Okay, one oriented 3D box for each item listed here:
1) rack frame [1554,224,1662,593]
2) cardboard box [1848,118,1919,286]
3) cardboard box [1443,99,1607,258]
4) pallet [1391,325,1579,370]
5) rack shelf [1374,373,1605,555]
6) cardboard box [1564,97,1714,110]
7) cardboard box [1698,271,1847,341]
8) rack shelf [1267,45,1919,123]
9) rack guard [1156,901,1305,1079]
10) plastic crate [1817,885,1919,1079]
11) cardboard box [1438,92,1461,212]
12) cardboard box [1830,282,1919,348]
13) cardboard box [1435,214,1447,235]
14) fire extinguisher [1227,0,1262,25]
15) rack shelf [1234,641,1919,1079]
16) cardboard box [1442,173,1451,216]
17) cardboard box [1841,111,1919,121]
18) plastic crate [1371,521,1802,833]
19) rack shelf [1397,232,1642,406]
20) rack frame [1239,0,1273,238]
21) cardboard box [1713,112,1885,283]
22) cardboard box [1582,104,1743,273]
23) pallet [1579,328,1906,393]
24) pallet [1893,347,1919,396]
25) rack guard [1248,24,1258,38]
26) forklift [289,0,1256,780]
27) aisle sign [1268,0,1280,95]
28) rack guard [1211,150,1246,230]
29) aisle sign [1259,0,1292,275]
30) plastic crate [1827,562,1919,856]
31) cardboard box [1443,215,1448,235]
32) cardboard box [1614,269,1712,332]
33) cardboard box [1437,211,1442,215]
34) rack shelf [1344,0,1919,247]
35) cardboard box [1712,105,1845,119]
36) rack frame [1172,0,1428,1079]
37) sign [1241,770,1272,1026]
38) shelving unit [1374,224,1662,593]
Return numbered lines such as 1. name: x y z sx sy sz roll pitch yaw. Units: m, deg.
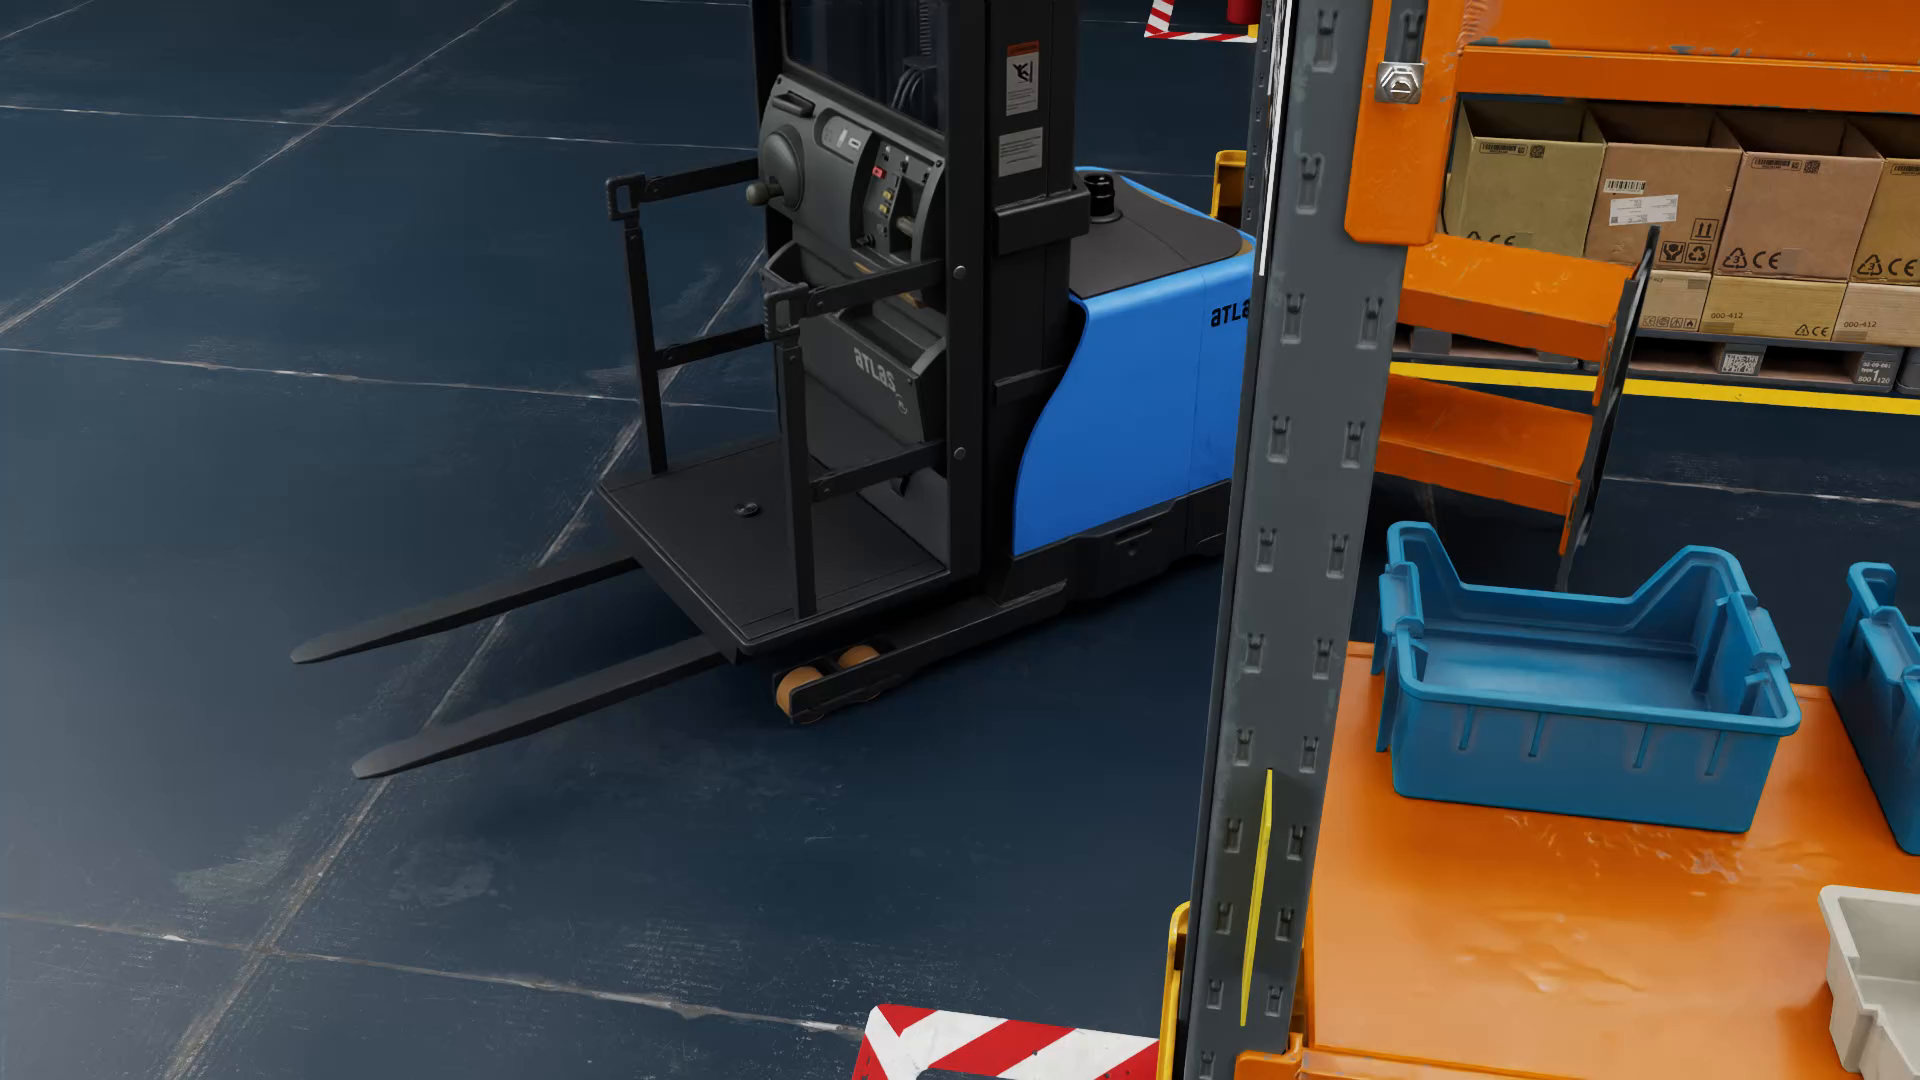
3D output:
1. rack frame: 2.065 -0.393 5.317 0.032 1.125 0.500 16 35 23
2. cardboard box: 3.750 -1.325 6.529 0.500 0.500 0.500 5 32 8
3. cardboard box: 2.270 -1.454 6.735 0.500 0.500 0.500 5 32 8
4. pallet: 2.047 -1.103 7.313 1.213 0.211 1.003 5 32 8
5. rack shelf: 1.616 -0.311 5.648 1.000 0.278 0.538 16 35 23
6. cardboard box: 2.853 -1.688 7.108 0.500 0.500 0.500 5 32 8
7. cardboard box: 3.255 -1.045 6.788 0.500 0.250 0.500 5 32 8
8. rack shelf: 3.257 -1.848 6.553 4.000 0.370 1.077 5 32 8
9. rack guard: 0.532 1.301 3.201 0.348 0.500 1.175 5 32 8
10. plastic crate: 1.277 0.619 2.183 0.250 0.136 0.298 5 32 8
11. cardboard box: 1.864 -1.770 7.239 0.500 0.500 0.500 5 32 8
12. cardboard box: 3.748 -1.001 6.717 0.500 0.250 0.500 5 32 8
13. cardboard box: 1.777 -1.180 7.003 0.500 0.250 0.500 5 32 8
14. fire extinguisher: 1.247 -2.552 7.073 0.183 0.674 0.296 5 32 8
15. rack shelf: 2.420 0.742 2.415 4.000 0.370 1.077 5 32 8
16. cardboard box: 2.359 -1.412 7.375 0.500 0.250 0.500 5 32 8
17. cardboard box: 3.838 -1.599 6.966 0.500 0.500 0.500 5 32 8
18. plastic crate: 0.992 0.210 2.727 0.616 0.251 0.499 5 32 8
19. rack shelf: 1.616 -0.767 5.363 1.000 0.278 0.538 16 35 23
20. rack frame: 1.286 -2.331 6.648 0.127 3.000 1.000 5 32 8
21. cardboard box: 3.255 -1.362 6.588 0.500 0.500 0.500 5 32 8
22. cardboard box: 2.765 -1.416 6.674 0.500 0.500 0.500 5 32 8
23. pallet: 3.246 -0.993 7.137 1.213 0.211 1.003 5 32 8
24. pallet: 4.452 -0.885 6.965 1.213 0.211 1.003 5 32 8
25. rack guard: 2.190 -3.856 11.440 0.348 0.500 1.175 5 32 8
26. forklift: -0.494 -1.022 4.620 3.031 2.935 1.130 -19 37 -28
27. aisle sign: 0.428 -1.005 2.078 0.004 0.787 0.394 5 32 8
28. rack guard: 1.262 -1.274 7.314 0.348 0.500 1.175 5 32 8
29. aisle sign: 0.328 -0.696 1.585 0.004 0.787 0.394 5 32 8
30. plastic crate: 1.632 0.271 2.630 0.408 0.251 0.499 5 32 8
31. cardboard box: 2.270 -1.137 6.935 0.500 0.250 0.500 5 32 8
32. cardboard box: 2.763 -1.092 6.863 0.500 0.250 0.500 5 32 8
33. cardboard box: 1.864 -1.451 7.436 0.500 0.250 0.500 5 32 8
34. rack shelf: 2.420 -0.529 1.619 4.000 0.370 1.077 5 32 8
35. cardboard box: 3.345 -1.643 7.036 0.500 0.500 0.500 5 32 8
36. rack frame: 0.448 0.261 2.506 0.053 2.616 0.949 5 32 8
37. sign: 0.352 0.429 1.977 0.005 0.325 0.100 5 32 8
38. shelving unit: 1.616 -0.519 5.519 1.048 1.125 0.538 16 35 23
